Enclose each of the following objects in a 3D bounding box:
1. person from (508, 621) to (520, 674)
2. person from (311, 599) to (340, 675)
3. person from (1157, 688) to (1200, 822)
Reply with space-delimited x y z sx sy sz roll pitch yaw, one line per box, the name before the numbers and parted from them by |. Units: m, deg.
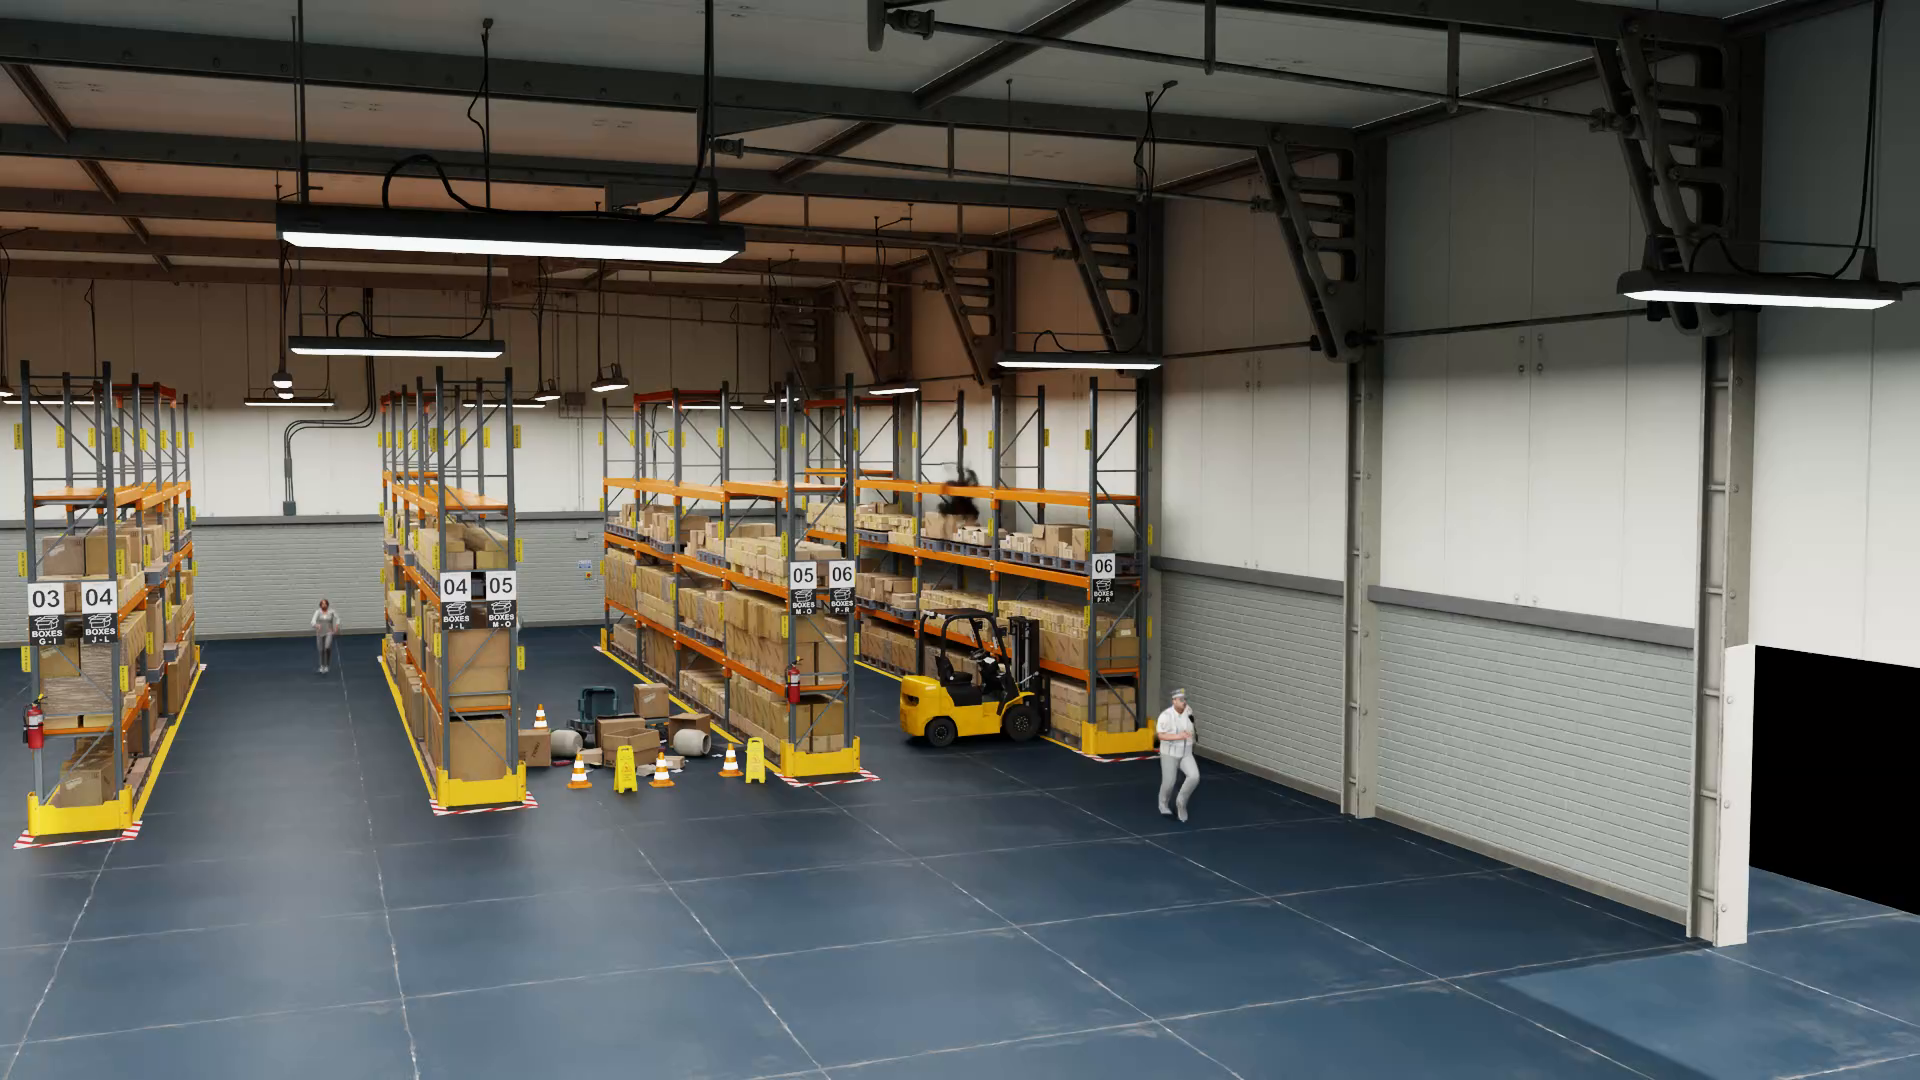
person | -9.452 2.139 34.536 0.621 1.679 0.832 -1 4 -18
person | -13.598 2.062 35.610 0.548 1.619 0.669 -1 4 -12
person | 2.860 2.810 21.842 0.693 1.780 0.834 -2 4 -26
